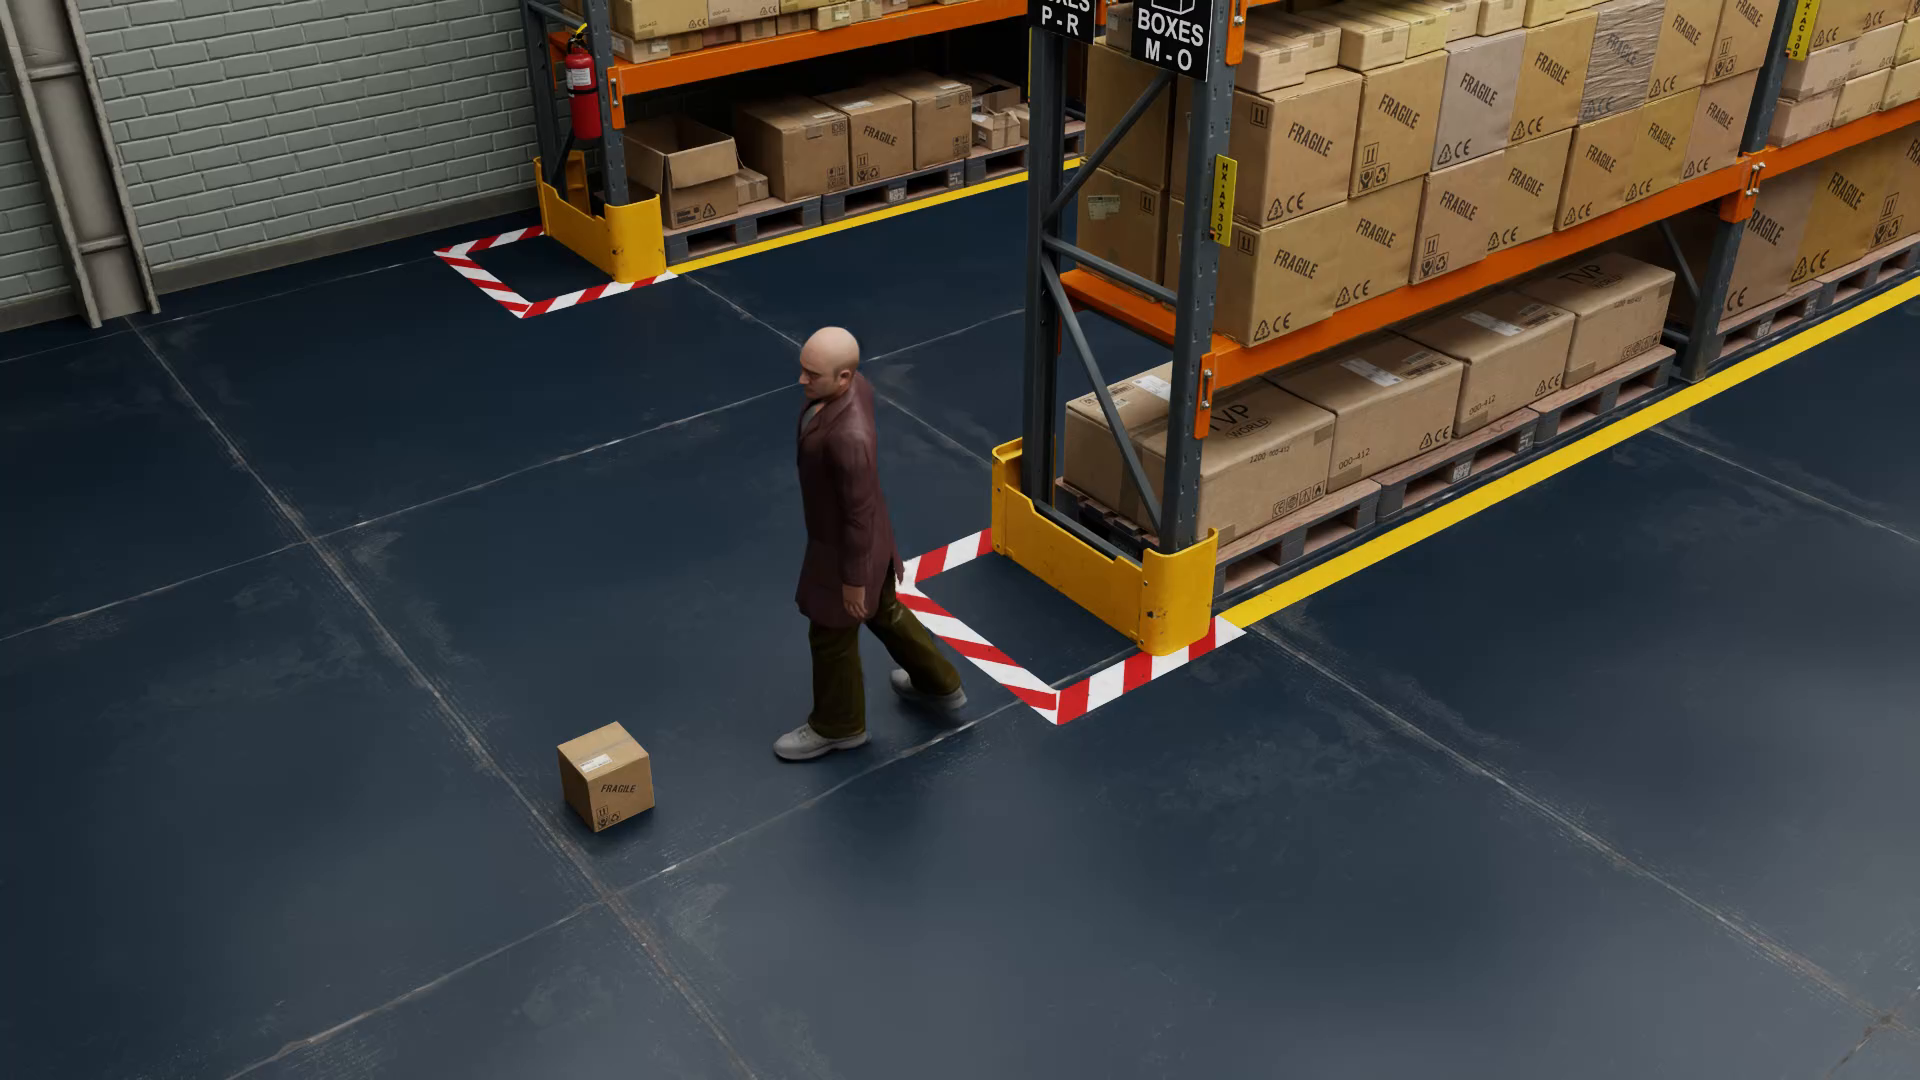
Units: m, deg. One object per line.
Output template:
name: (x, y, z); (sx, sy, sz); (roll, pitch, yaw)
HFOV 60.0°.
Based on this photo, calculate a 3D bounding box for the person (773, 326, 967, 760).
person: (-0.350, 0.009, 6.128); (0.761, 1.774, 0.613); (-1, 32, -2)
